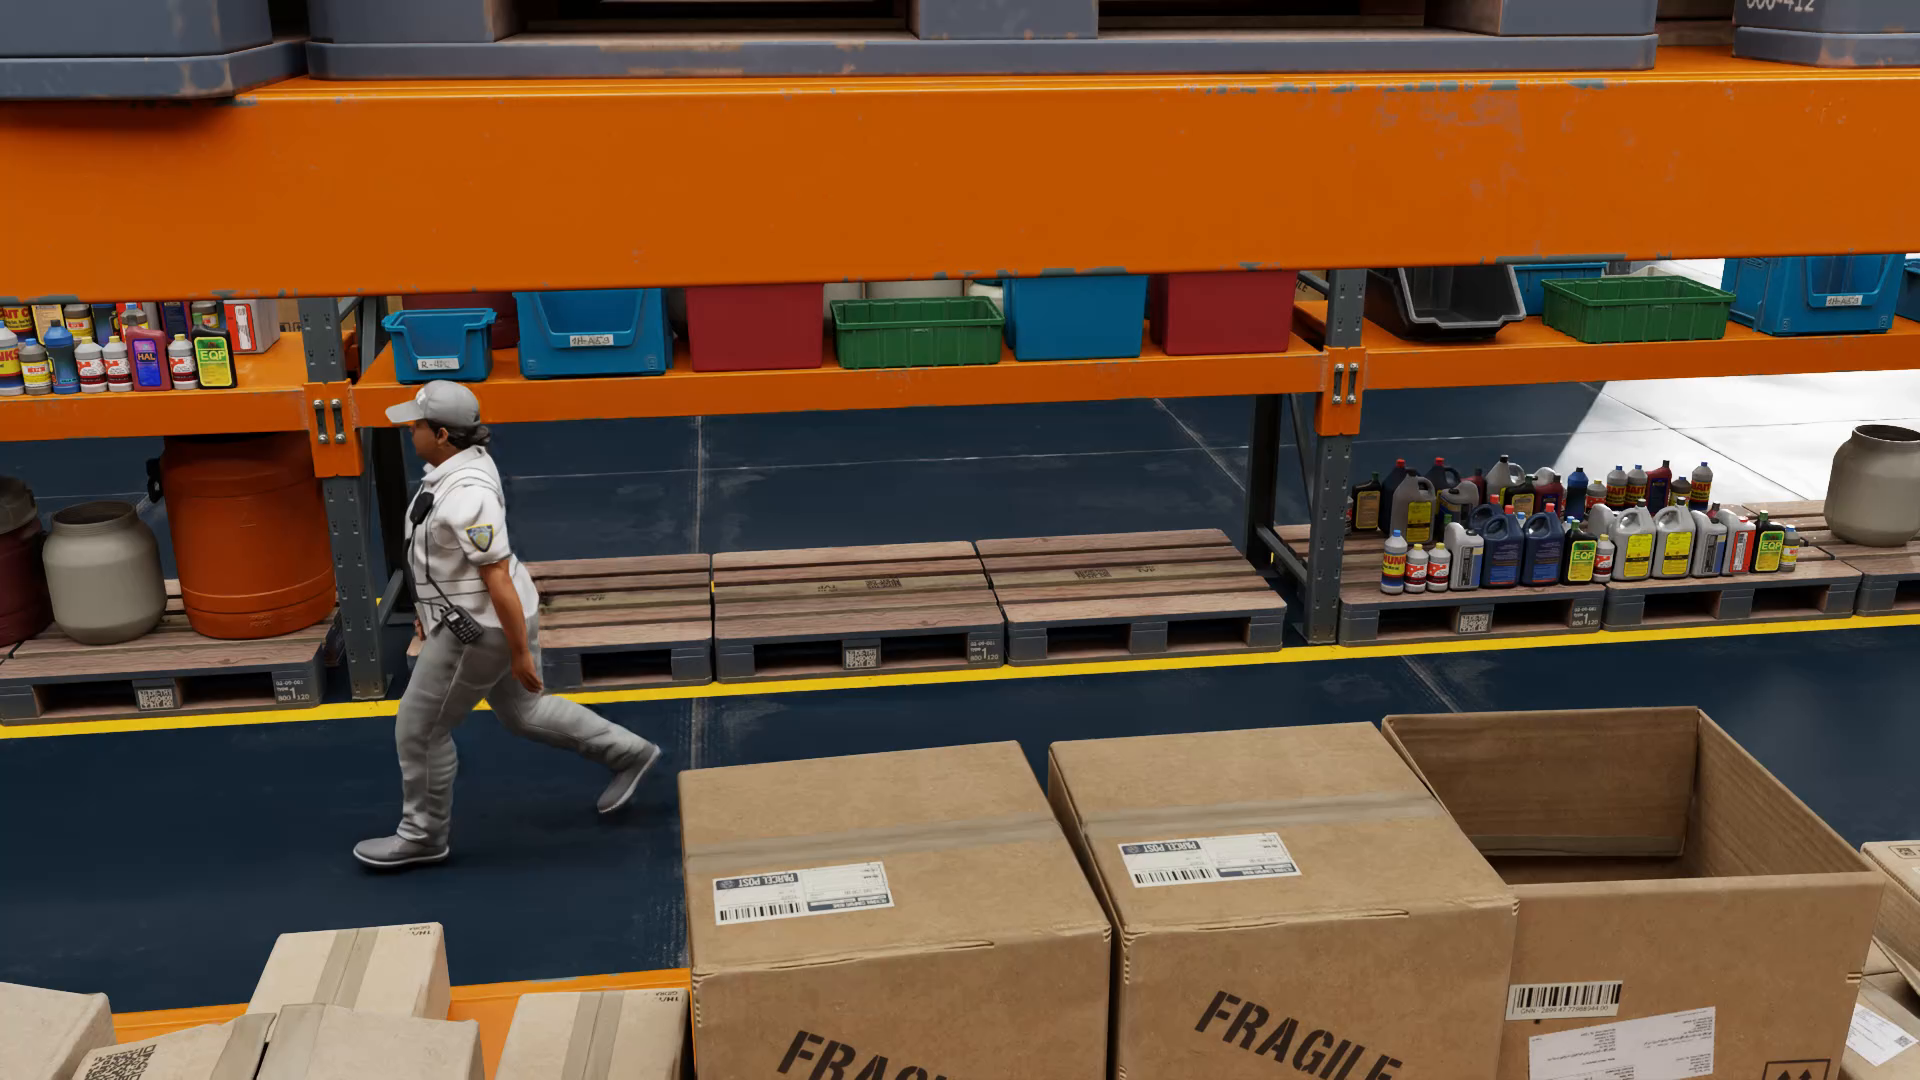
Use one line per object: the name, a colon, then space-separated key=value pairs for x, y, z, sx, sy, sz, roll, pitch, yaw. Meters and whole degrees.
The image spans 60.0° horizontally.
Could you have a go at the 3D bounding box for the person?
person: x=-1.522 y=0.254 z=5.414 sx=1.015 sy=1.603 sz=0.515 roll=-4 pitch=20 yaw=-10
